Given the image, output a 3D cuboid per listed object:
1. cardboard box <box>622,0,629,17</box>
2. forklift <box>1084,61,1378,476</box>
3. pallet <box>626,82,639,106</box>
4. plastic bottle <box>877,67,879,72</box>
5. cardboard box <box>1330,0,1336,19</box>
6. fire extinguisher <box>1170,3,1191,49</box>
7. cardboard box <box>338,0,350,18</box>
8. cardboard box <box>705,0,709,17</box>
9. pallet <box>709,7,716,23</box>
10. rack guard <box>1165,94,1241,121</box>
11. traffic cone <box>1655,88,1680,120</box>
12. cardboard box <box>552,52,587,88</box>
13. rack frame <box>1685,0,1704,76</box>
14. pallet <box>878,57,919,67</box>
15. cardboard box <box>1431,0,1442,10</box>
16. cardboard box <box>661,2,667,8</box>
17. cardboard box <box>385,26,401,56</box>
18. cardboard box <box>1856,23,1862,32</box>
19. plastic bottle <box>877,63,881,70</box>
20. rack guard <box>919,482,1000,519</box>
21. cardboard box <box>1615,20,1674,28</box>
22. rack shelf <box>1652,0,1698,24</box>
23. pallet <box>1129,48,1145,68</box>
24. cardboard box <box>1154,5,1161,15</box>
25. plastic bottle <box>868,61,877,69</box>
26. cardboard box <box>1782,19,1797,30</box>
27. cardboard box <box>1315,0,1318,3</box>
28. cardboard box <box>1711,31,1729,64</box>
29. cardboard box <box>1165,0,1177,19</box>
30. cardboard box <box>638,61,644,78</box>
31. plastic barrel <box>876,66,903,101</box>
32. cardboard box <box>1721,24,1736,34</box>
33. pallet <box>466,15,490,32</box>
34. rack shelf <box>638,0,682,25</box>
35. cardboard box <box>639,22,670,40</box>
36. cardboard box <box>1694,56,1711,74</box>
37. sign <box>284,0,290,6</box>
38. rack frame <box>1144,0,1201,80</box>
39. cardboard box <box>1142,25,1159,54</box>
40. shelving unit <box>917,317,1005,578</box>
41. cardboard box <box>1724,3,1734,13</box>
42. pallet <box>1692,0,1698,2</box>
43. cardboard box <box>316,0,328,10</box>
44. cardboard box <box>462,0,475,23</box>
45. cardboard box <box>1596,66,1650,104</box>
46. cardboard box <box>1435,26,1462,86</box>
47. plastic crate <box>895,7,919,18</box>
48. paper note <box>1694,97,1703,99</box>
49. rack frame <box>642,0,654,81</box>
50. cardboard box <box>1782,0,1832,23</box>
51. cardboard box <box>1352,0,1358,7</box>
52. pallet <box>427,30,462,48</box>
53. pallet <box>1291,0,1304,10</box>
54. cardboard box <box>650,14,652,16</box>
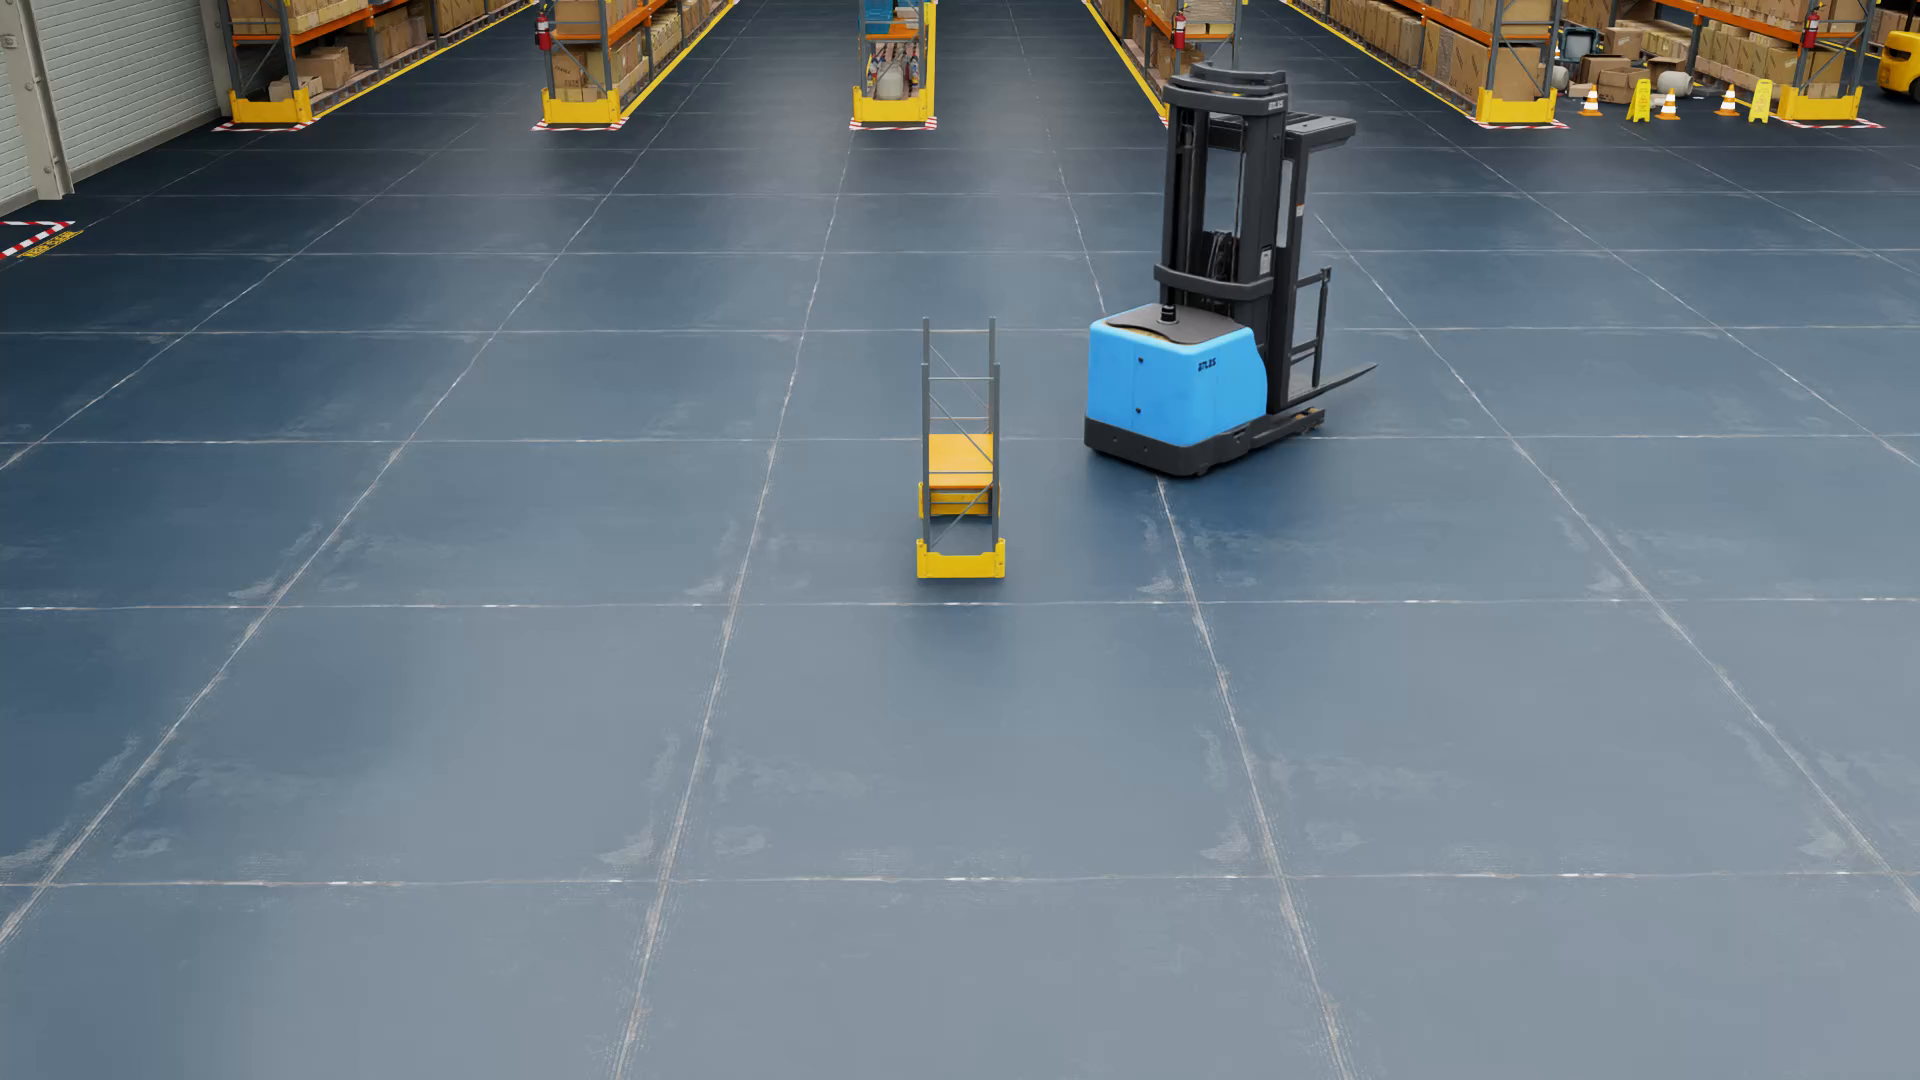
[{"bbox_3d":[-6.033,-9.144,28.206,0.700,0.500,0.500,0,24,0],"label":"cardboard box"},{"bbox_3d":[2.382,-2.334,13.353,1.130,2.935,3.031,22,32,40],"label":"forklift"},{"bbox_3d":[-6.075,-7.603,28.304,1.003,0.211,1.213,0,24,-1],"label":"pallet"},{"bbox_3d":[-1.389,-7.900,28.339,0.061,0.283,0.133,0,24,-1],"label":"plastic bottle"},{"bbox_3d":[8.464,-11.772,36.662,0.500,0.500,0.500,1,24,1],"label":"cardboard box"},{"bbox_3d":[3.432,-8.015,25.926,0.296,0.674,0.183,0,24,-1],"label":"fire extinguisher"},{"bbox_3d":[-10.685,-9.016,28.202,0.500,0.250,0.500,0,24,-1],"label":"cardboard box"},{"bbox_3d":[-5.853,-11.861,36.835,0.500,0.500,0.500,0,24,-1],"label":"cardboard box"},{"bbox_3d":[-6.152,-12.014,38.058,1.003,0.211,1.213,0,24,-1],"label":"pallet"},{"bbox_3d":[3.891,-6.992,26.604,1.175,0.500,0.348,0,24,-1],"label":"rack guard"},{"bbox_3d":[11.400,-7.015,26.699,0.336,0.463,0.334,0,24,-1],"label":"traffic cone"},{"bbox_3d":[-6.318,-7.557,26.735,0.500,0.500,0.500,0,24,-1],"label":"cardboard box"},{"bbox_3d":[13.757,-9.793,29.762,1.000,3.000,0.127,0,24,-1],"label":"rack frame"},{"bbox_3d":[-1.152,-8.779,30.904,1.003,0.211,1.213,0,24,-1],"label":"pallet"},{"bbox_3d":[8.825,-9.645,29.254,0.875,0.550,0.550,0,24,-1],"label":"cardboard box"},{"bbox_3d":[-6.351,-11.164,34.384,0.500,0.250,0.500,1,24,1],"label":"cardboard box"},{"bbox_3d":[-11.057,-9.469,31.546,0.700,0.500,0.500,0,24,0],"label":"cardboard box"},{"bbox_3d":[18.457,-10.690,34.271,0.500,0.500,0.500,0,24,1],"label":"cardboard box"},{"bbox_3d":[-1.356,-8.109,28.810,0.152,0.276,0.135,0,24,-1],"label":"plastic bottle"},{"bbox_3d":[-0.005,-0.288,12.083,0.587,0.250,0.087,0,24,-1],"label":"rack guard"},{"bbox_3d":[13.710,-10.202,33.347,0.950,0.372,0.625,-2,24,-4],"label":"cardboard box"},{"bbox_3d":[13.735,-10.289,31.732,1.077,0.370,4.000,0,24,-1],"label":"rack shelf"},{"bbox_3d":[3.822,-9.302,32.062,1.003,0.211,1.213,0,24,-1],"label":"pallet"},{"bbox_3d":[3.543,-9.132,28.605,0.380,0.149,0.250,0,24,-1],"label":"cardboard box"},{"bbox_3d":[-1.502,-8.055,28.601,0.144,0.351,0.185,1,24,2],"label":"plastic bottle"},{"bbox_3d":[13.469,-8.287,26.738,0.380,0.149,0.250,-1,24,-1],"label":"cardboard box"},{"bbox_3d":[8.364,-12.403,38.123,0.380,0.149,0.250,-1,24,-2],"label":"cardboard box"},{"bbox_3d":[13.511,-8.608,29.060,0.500,0.500,0.500,1,24,2],"label":"cardboard box"},{"bbox_3d":[3.787,-8.713,26.893,0.875,0.500,0.500,0,24,-1],"label":"cardboard box"},{"bbox_3d":[-5.839,-8.247,29.173,0.500,0.250,0.500,0,24,-1],"label":"cardboard box"},{"bbox_3d":[-1.145,-7.406,26.995,0.421,0.512,0.421,0,24,0],"label":"plastic barrel"},{"bbox_3d":[13.442,-8.861,28.831,0.380,0.149,0.250,1,24,1],"label":"cardboard box"},{"bbox_3d":[-11.015,-11.390,36.677,1.003,0.211,1.213,0,24,-1],"label":"pallet"},{"bbox_3d":[-6.080,-10.201,31.539,1.077,0.370,4.000,0,24,-1],"label":"rack shelf"},{"bbox_3d":[-5.831,-9.704,31.713,0.500,0.311,0.500,0,24,1],"label":"cardboard box"},{"bbox_3d":[13.494,-8.487,29.702,0.500,0.250,0.500,-1,24,-3],"label":"cardboard box"},{"bbox_3d":[-10.425,-8.430,25.699,0.100,0.325,0.005,0,24,-1],"label":"sign"},{"bbox_3d":[3.848,-9.748,29.664,1.000,3.000,0.127,0,24,-1],"label":"rack frame"},{"bbox_3d":[3.870,-9.490,31.592,0.700,0.500,0.500,-2,24,-5],"label":"cardboard box"},{"bbox_3d":[0.001,-0.652,11.371,0.587,1.500,1.083,0,24,-1],"label":"shelving unit"},{"bbox_3d":[13.496,-9.232,28.827,0.380,0.149,0.250,0,24,1],"label":"cardboard box"},{"bbox_3d":[13.894,-10.021,30.499,1.003,0.211,1.213,0,24,-1],"label":"pallet"},{"bbox_3d":[-10.667,-8.930,27.103,0.500,0.500,0.500,-1,24,-2],"label":"cardboard box"},{"bbox_3d":[-10.949,-11.556,35.760,0.750,0.750,0.750,0,24,1],"label":"cardboard box"},{"bbox_3d":[11.250,-7.719,28.207,0.797,0.503,0.637,-19,31,-36],"label":"cardboard box"},{"bbox_3d":[8.759,-8.321,28.577,0.875,0.875,0.875,0,24,0],"label":"cardboard box"},{"bbox_3d":[-0.834,-8.938,28.192,0.530,0.136,0.437,0,24,-1],"label":"plastic crate"},{"bbox_3d":[12.645,-7.574,28.459,0.142,0.019,0.148,-9,26,-19],"label":"paper note"},{"bbox_3d":[-6.058,-9.705,29.569,1.000,3.000,0.127,0,24,-1],"label":"rack frame"},{"bbox_3d":[13.519,-8.548,26.528,0.500,0.500,0.500,-1,24,-1],"label":"cardboard box"},{"bbox_3d":[8.479,-11.260,34.620,0.500,0.250,0.500,0,24,0],"label":"cardboard box"},{"bbox_3d":[-10.988,-10.384,34.454,1.003,0.211,1.213,0,24,-1],"label":"pallet"},{"bbox_3d":[8.652,-13.037,40.319,1.003,0.211,1.213,0,24,-1],"label":"pallet"},{"bbox_3d":[-6.390,-10.330,33.097,0.500,0.311,0.500,1,24,1],"label":"cardboard box"}]
